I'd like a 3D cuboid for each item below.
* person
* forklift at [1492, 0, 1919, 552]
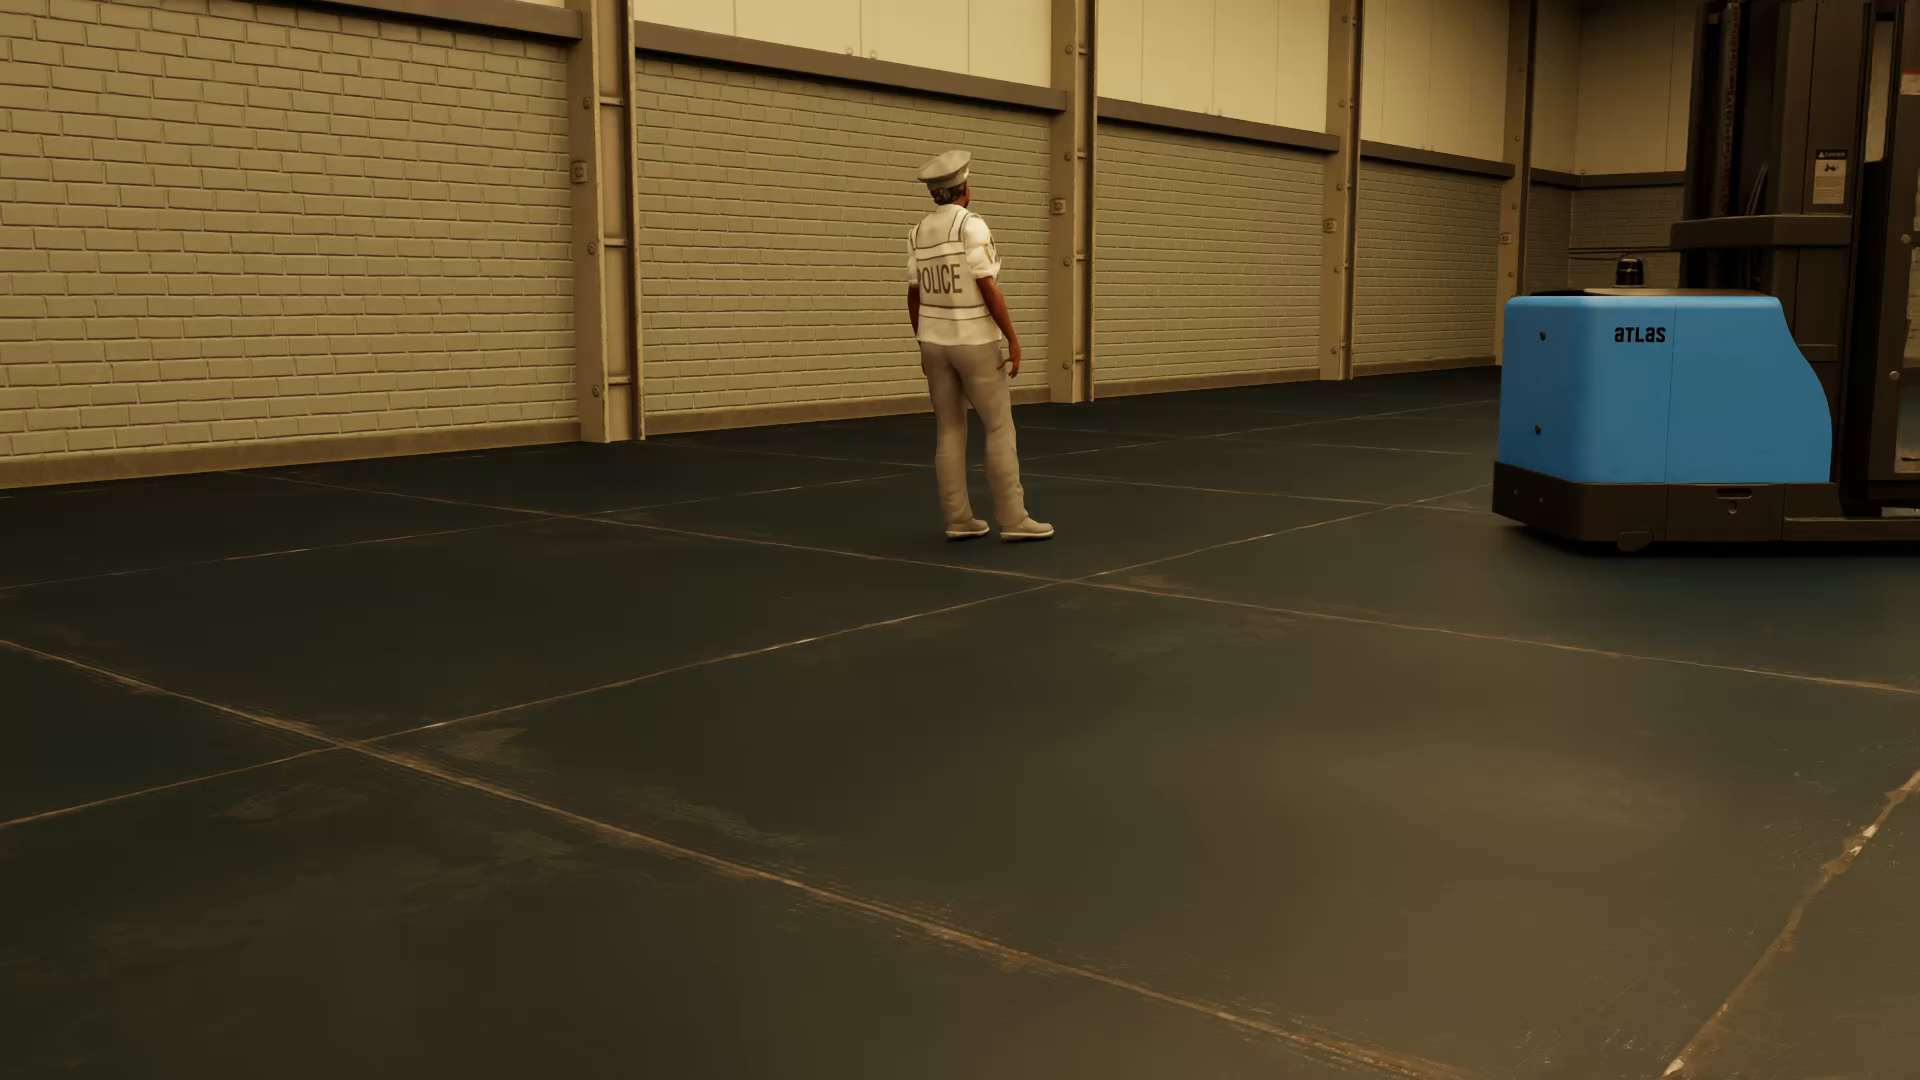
[{"bbox_3d":[0.063,-0.851,7.326,0.569,1.692,0.530,7,11,38],"label":"person"},{"bbox_3d":[4.028,-1.456,7.230,3.031,2.935,1.130,0,8,-2],"label":"forklift"}]
